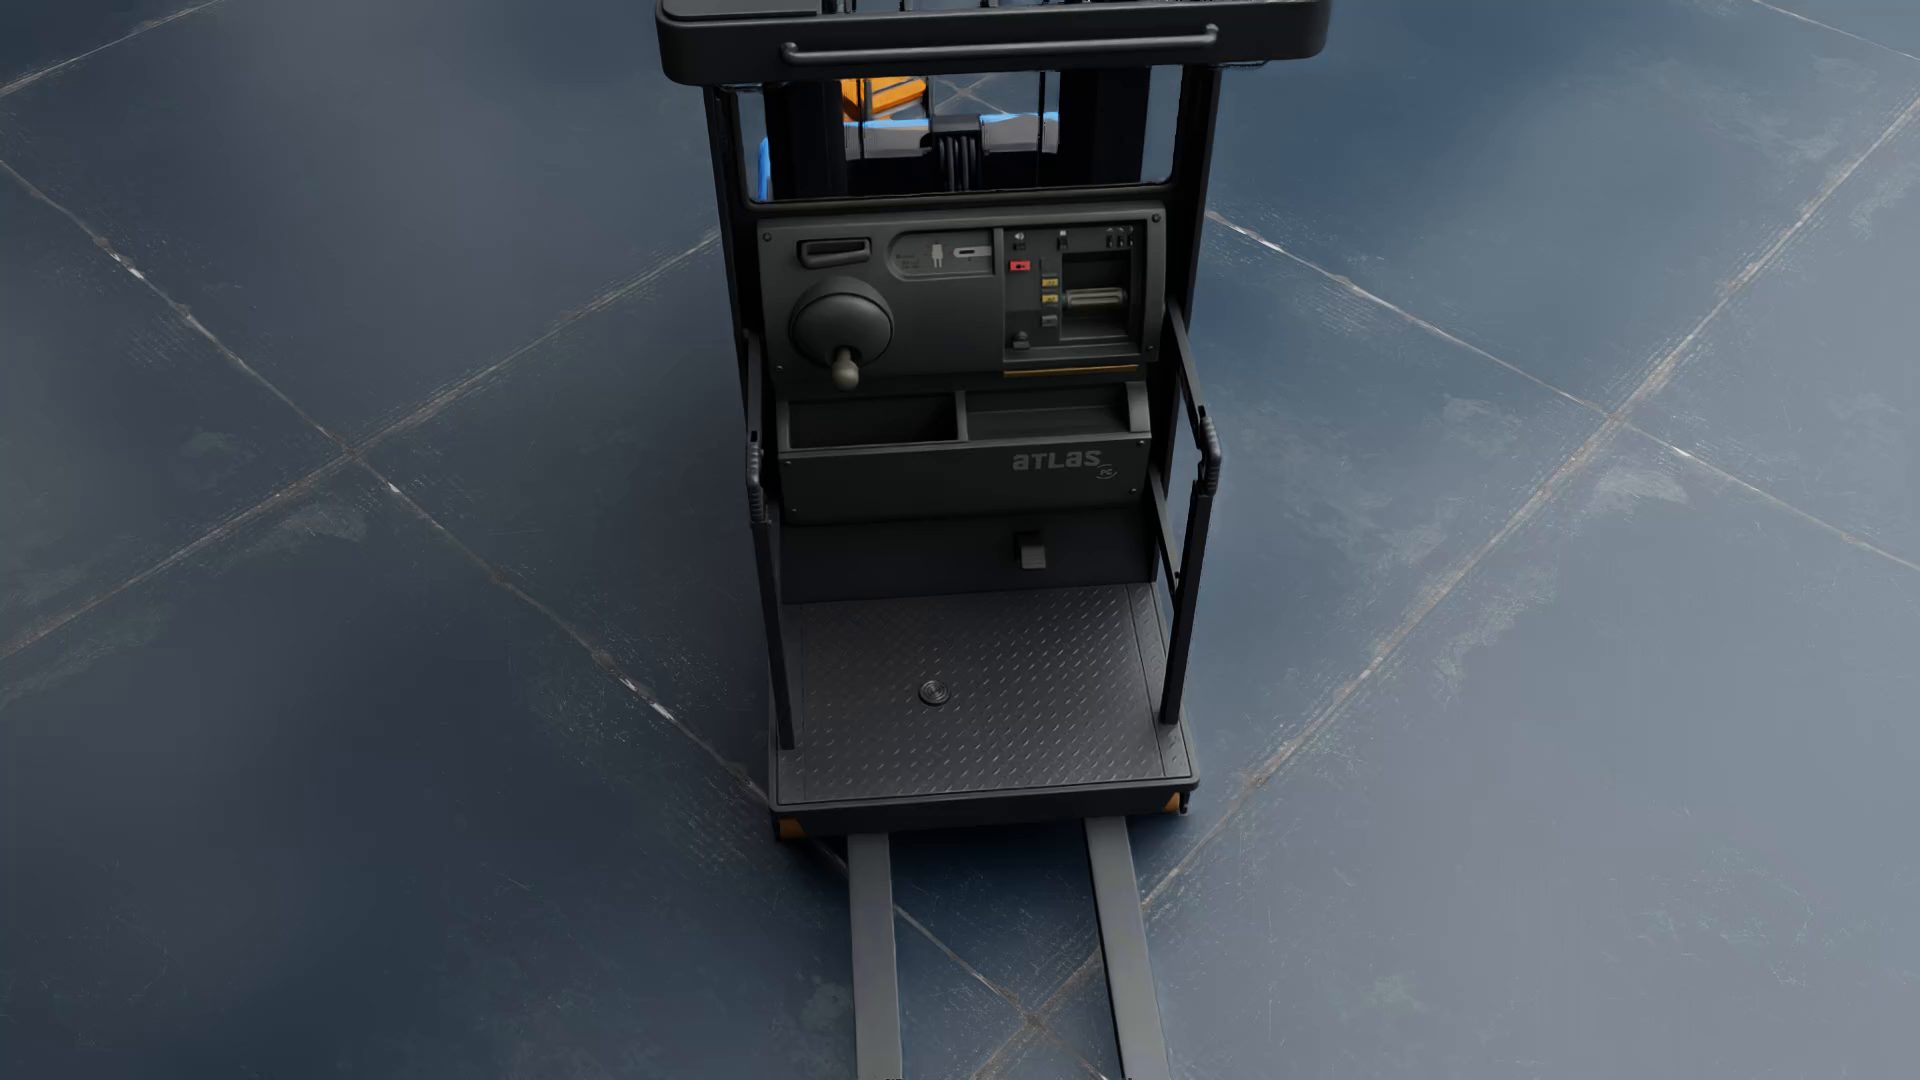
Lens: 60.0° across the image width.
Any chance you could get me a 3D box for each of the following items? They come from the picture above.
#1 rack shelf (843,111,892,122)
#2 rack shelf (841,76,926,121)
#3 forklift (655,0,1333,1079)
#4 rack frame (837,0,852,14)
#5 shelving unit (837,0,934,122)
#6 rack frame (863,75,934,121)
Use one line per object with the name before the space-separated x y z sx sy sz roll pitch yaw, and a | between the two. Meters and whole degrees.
rack shelf | -0.318 -1.277 5.411 0.258 0.148 0.480 -26 52 -22
rack shelf | -0.318 -1.439 5.239 0.258 0.148 0.480 -26 52 -22
forklift | 0.028 -0.462 3.673 1.130 2.935 3.031 -3 47 -3
rack frame | -0.453 -1.318 5.665 0.240 1.200 0.015 -26 52 -22
shelving unit | -0.318 -1.170 5.525 0.258 1.200 0.503 -26 52 -22
rack frame | -0.184 -1.021 5.386 0.240 1.200 0.015 -26 52 -22
